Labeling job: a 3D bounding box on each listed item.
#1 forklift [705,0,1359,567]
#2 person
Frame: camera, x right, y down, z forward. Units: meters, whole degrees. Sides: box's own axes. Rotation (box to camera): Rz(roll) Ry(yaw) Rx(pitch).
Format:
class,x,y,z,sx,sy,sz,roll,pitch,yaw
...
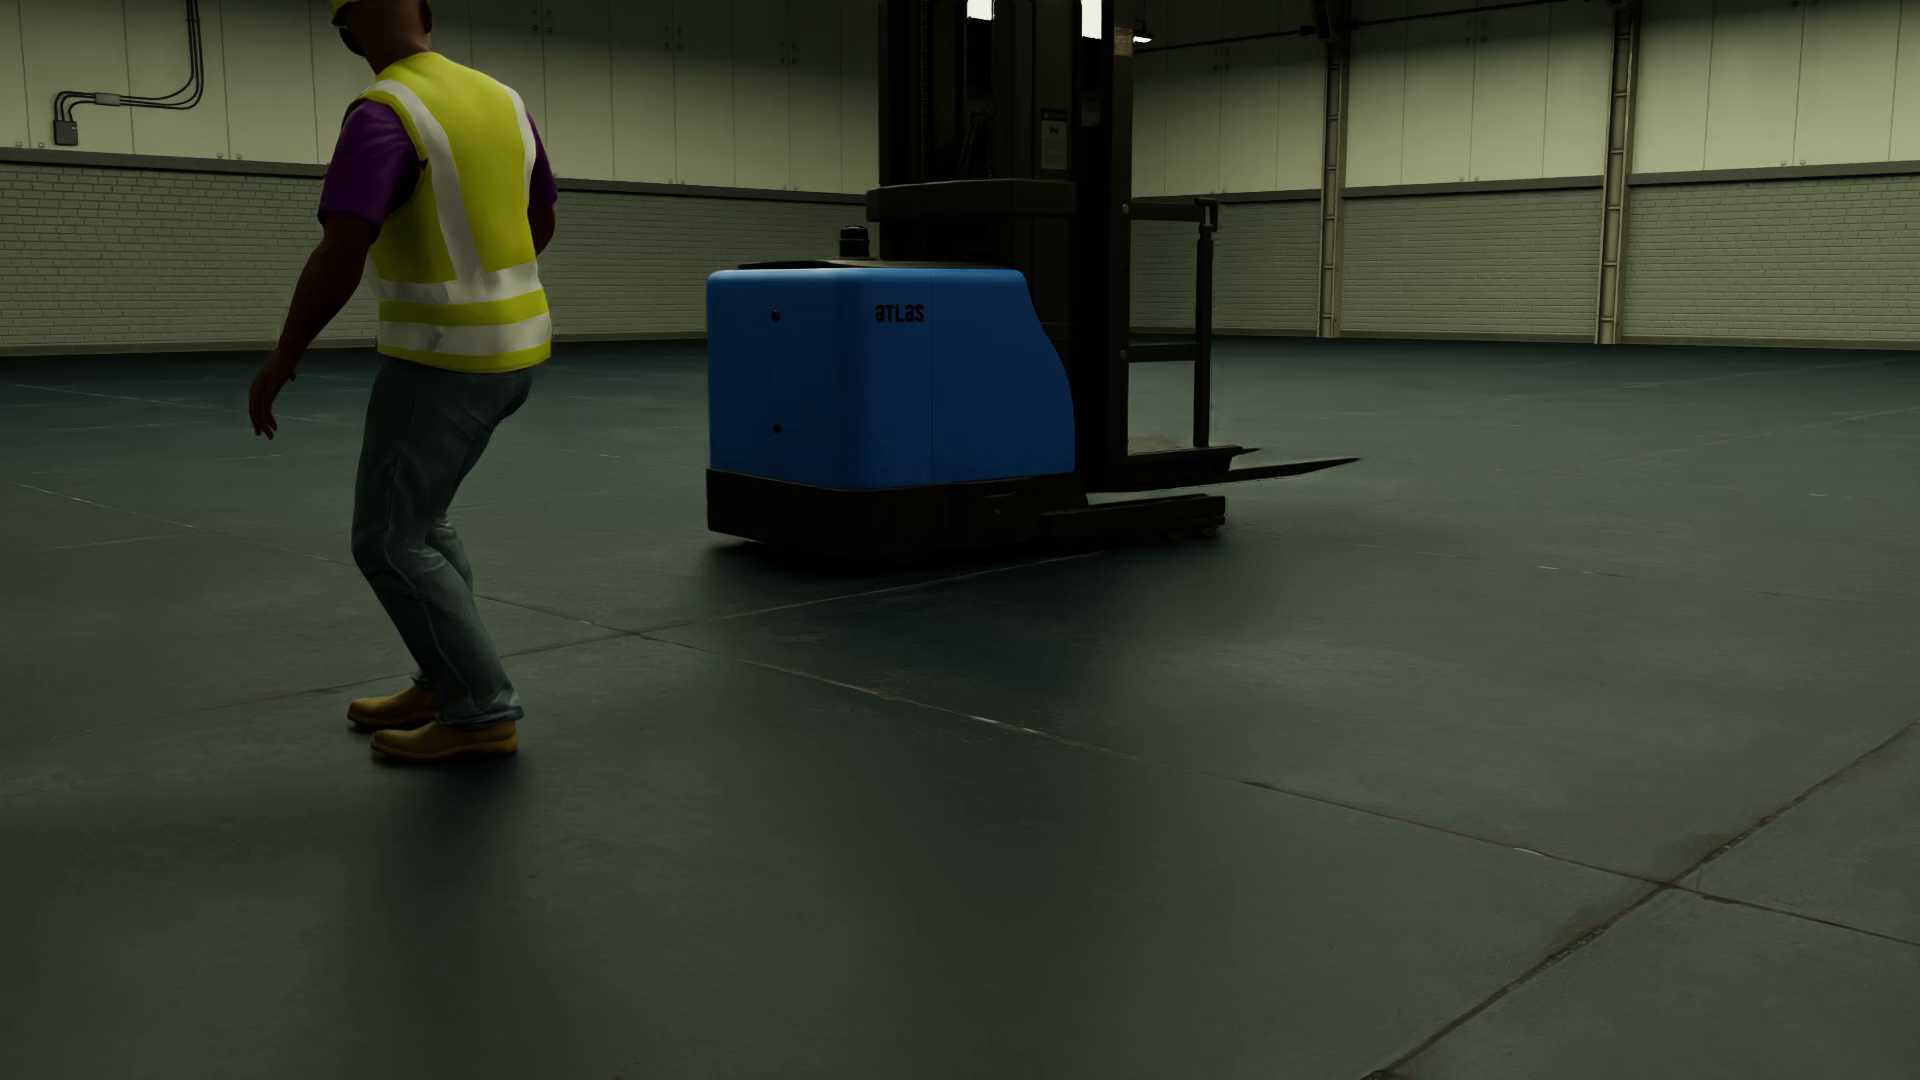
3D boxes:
class,x,y,z,sx,sy,sz,roll,pitch,yaw
forklift,0.473,-1.507,6.881,3.031,2.935,1.130,-7,11,-38
person,-1.184,-0.390,3.583,0.516,1.718,0.791,1,9,8
